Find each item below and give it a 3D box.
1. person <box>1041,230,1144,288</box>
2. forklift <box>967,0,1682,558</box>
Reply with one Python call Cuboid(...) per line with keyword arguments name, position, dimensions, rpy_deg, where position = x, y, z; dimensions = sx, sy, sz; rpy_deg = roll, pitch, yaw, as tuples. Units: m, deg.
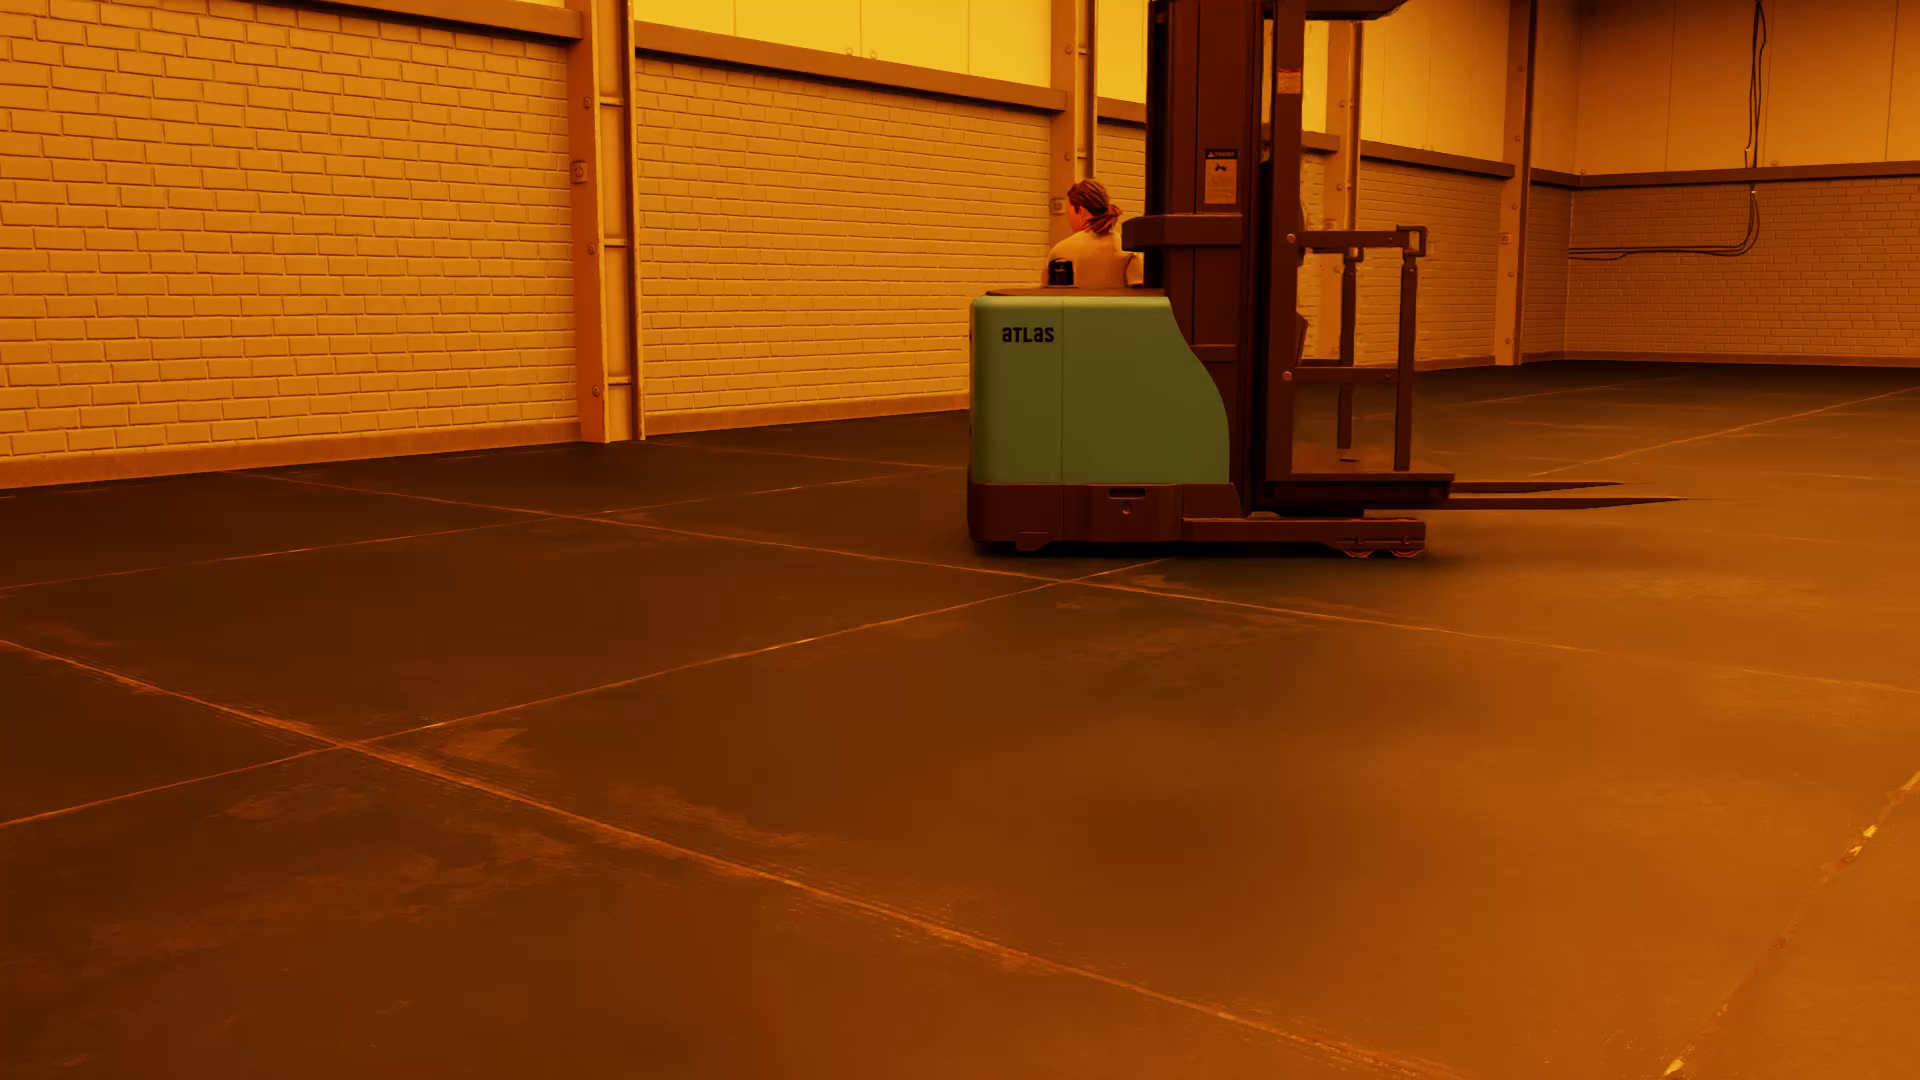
Cuboid(name="person", position=(0.649, -0.817, 8.050), dimensions=(0.517, 1.340, 0.647), rpy_deg=(0, 8, -2))
Cuboid(name="forklift", position=(1.554, -1.451, 7.198), dimensions=(3.031, 2.935, 1.130), rpy_deg=(0, 8, -1))
